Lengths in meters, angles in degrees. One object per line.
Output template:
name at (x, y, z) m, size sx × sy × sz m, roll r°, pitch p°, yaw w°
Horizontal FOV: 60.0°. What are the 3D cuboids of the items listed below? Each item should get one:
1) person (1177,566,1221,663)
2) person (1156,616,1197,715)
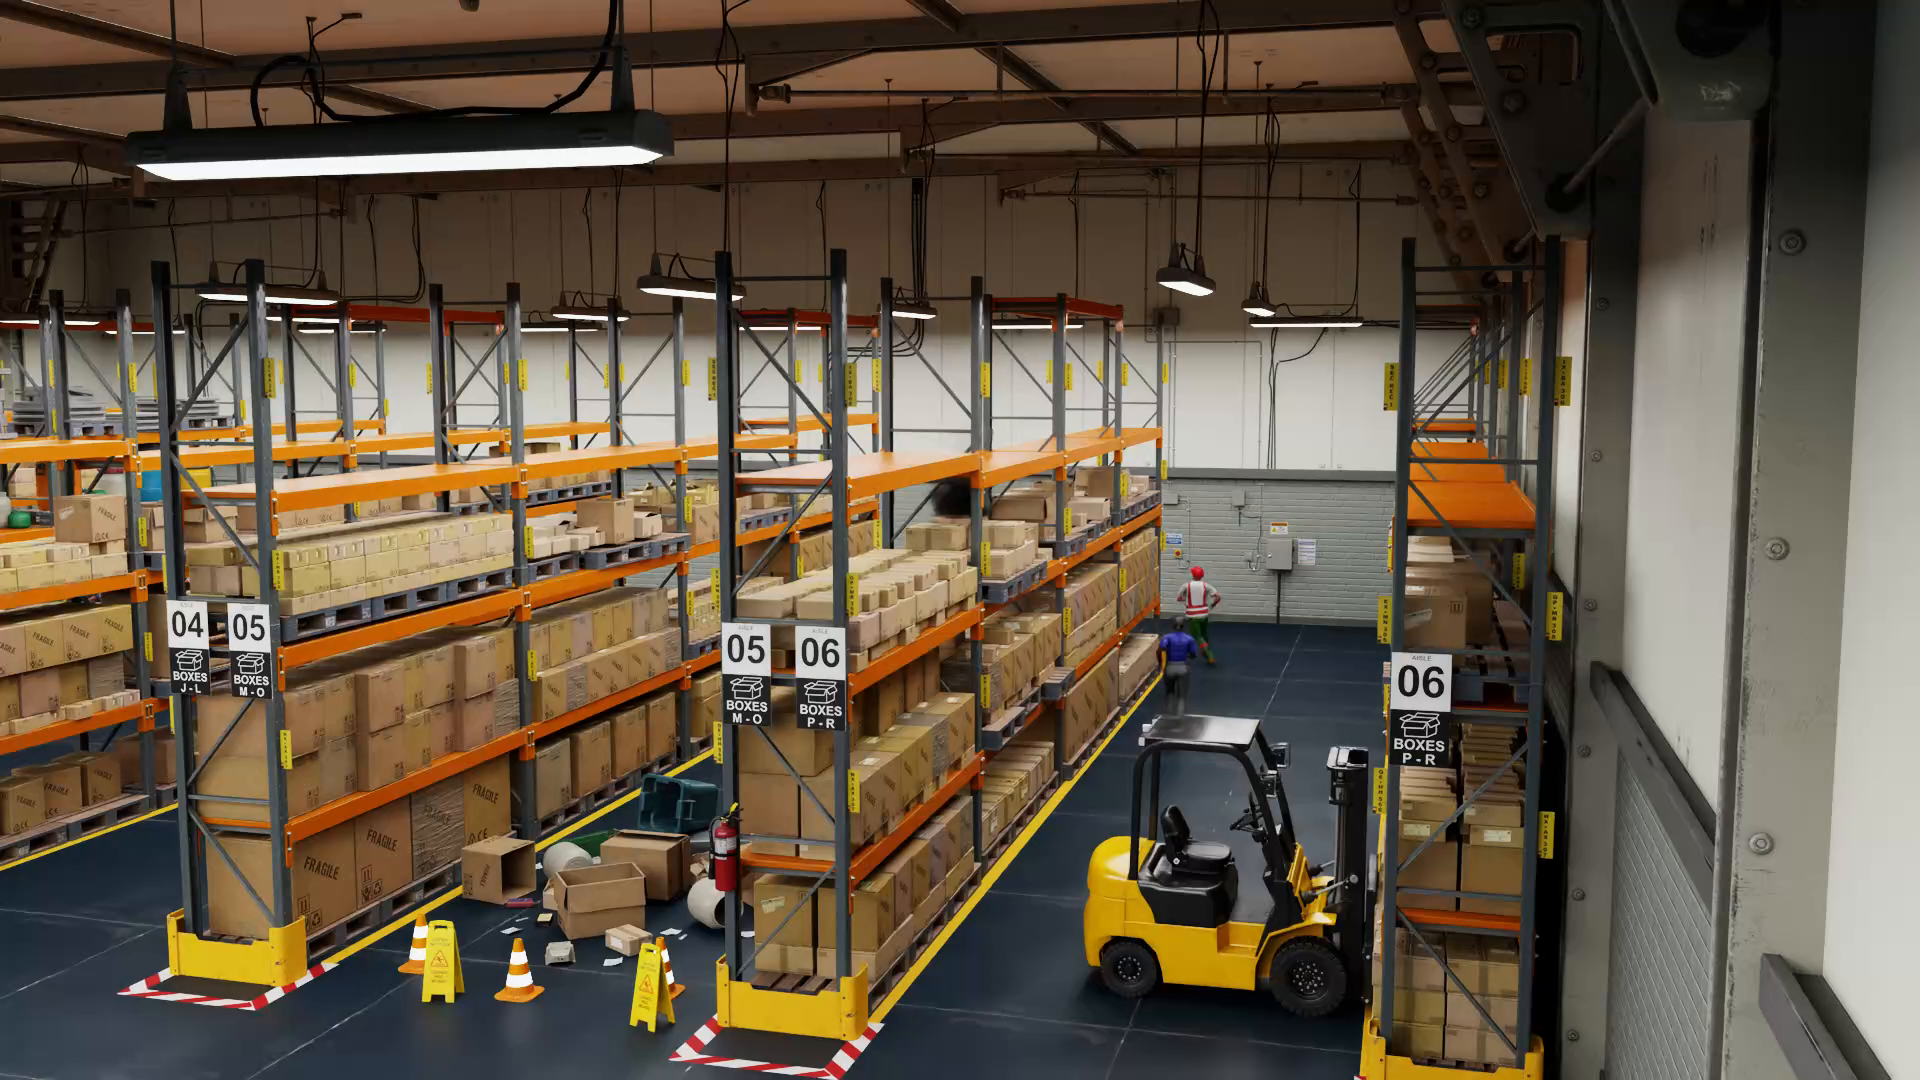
person at (4.092, 1.258, 28.880) m, size 0.735 × 1.656 × 1.098 m, roll -1°, pitch 6°, yaw -10°
person at (3.011, 1.910, 23.125) m, size 0.538 × 1.701 × 0.752 m, roll 1°, pitch 6°, yaw 11°
